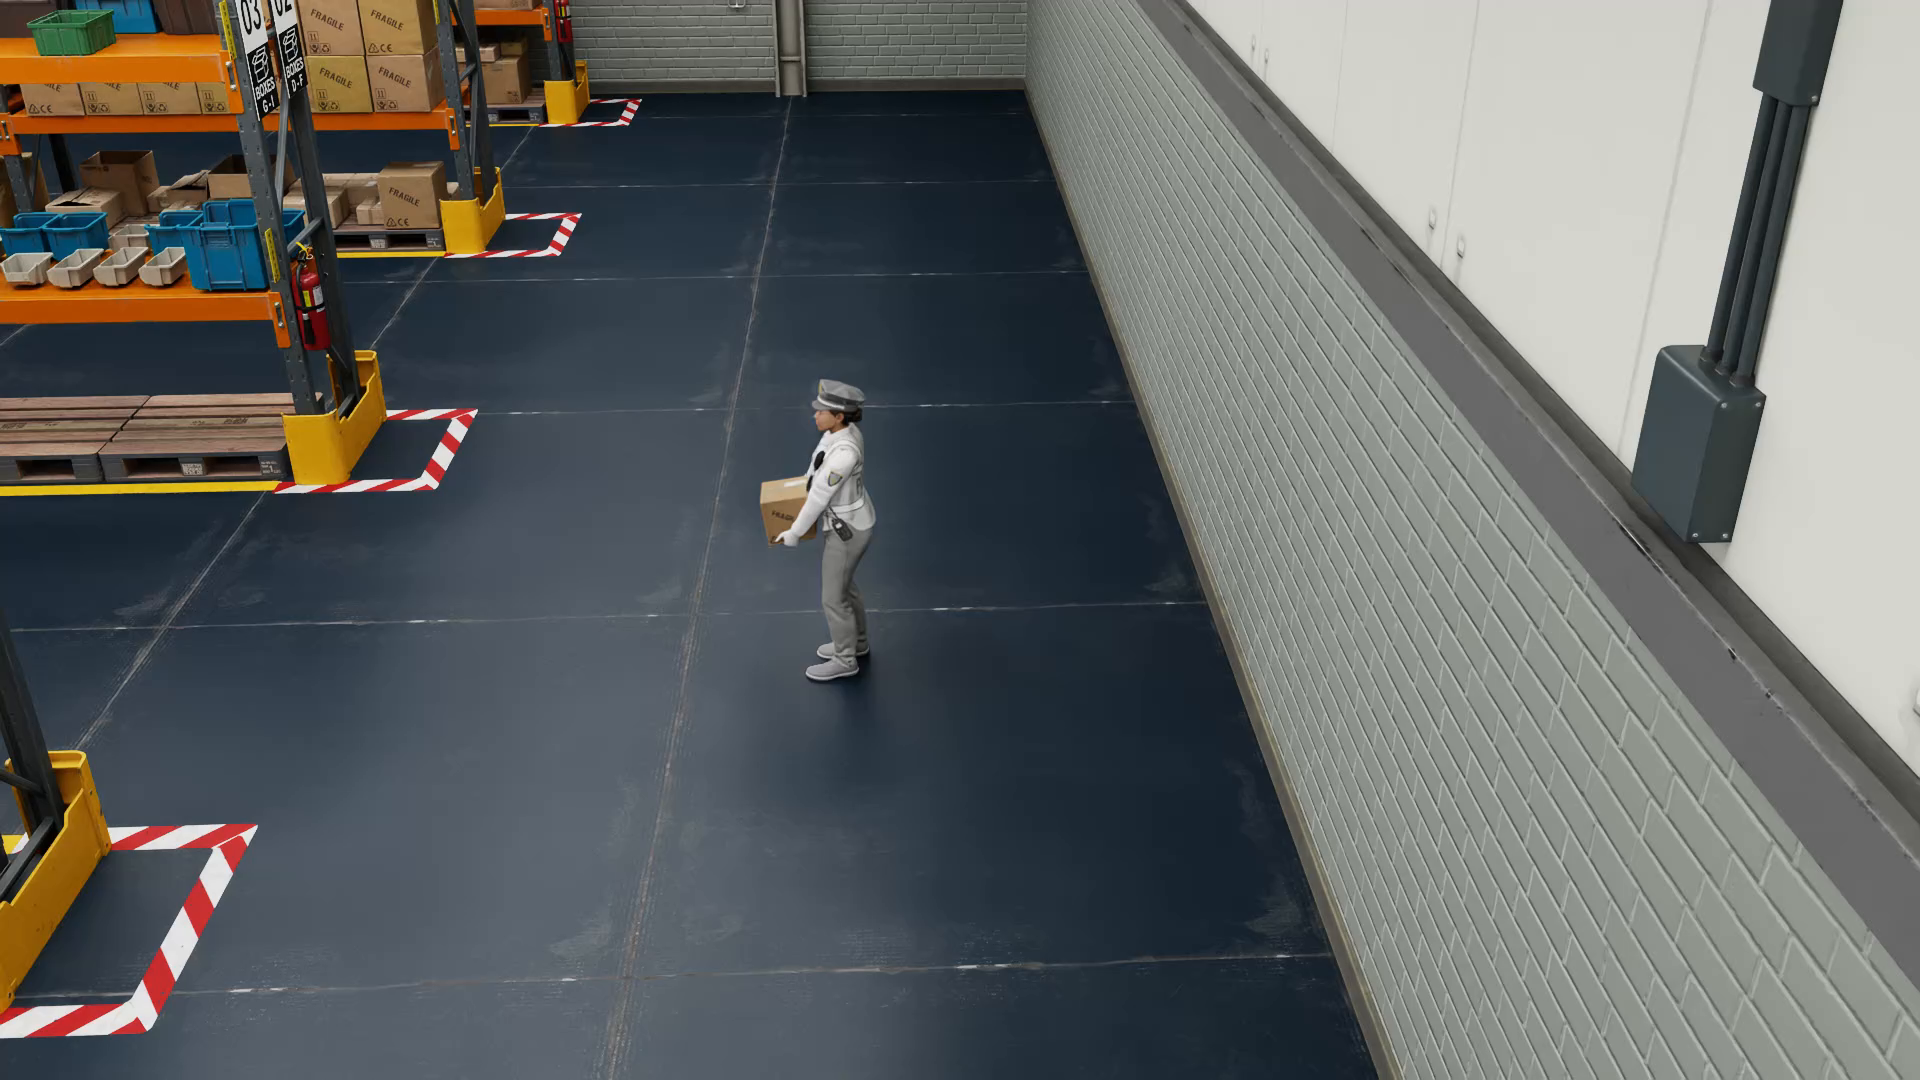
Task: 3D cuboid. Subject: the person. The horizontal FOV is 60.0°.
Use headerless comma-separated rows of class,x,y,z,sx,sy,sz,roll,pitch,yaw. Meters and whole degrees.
person,-0.700,-0.050,8.699,0.522,1.687,0.416,-2,28,-3
